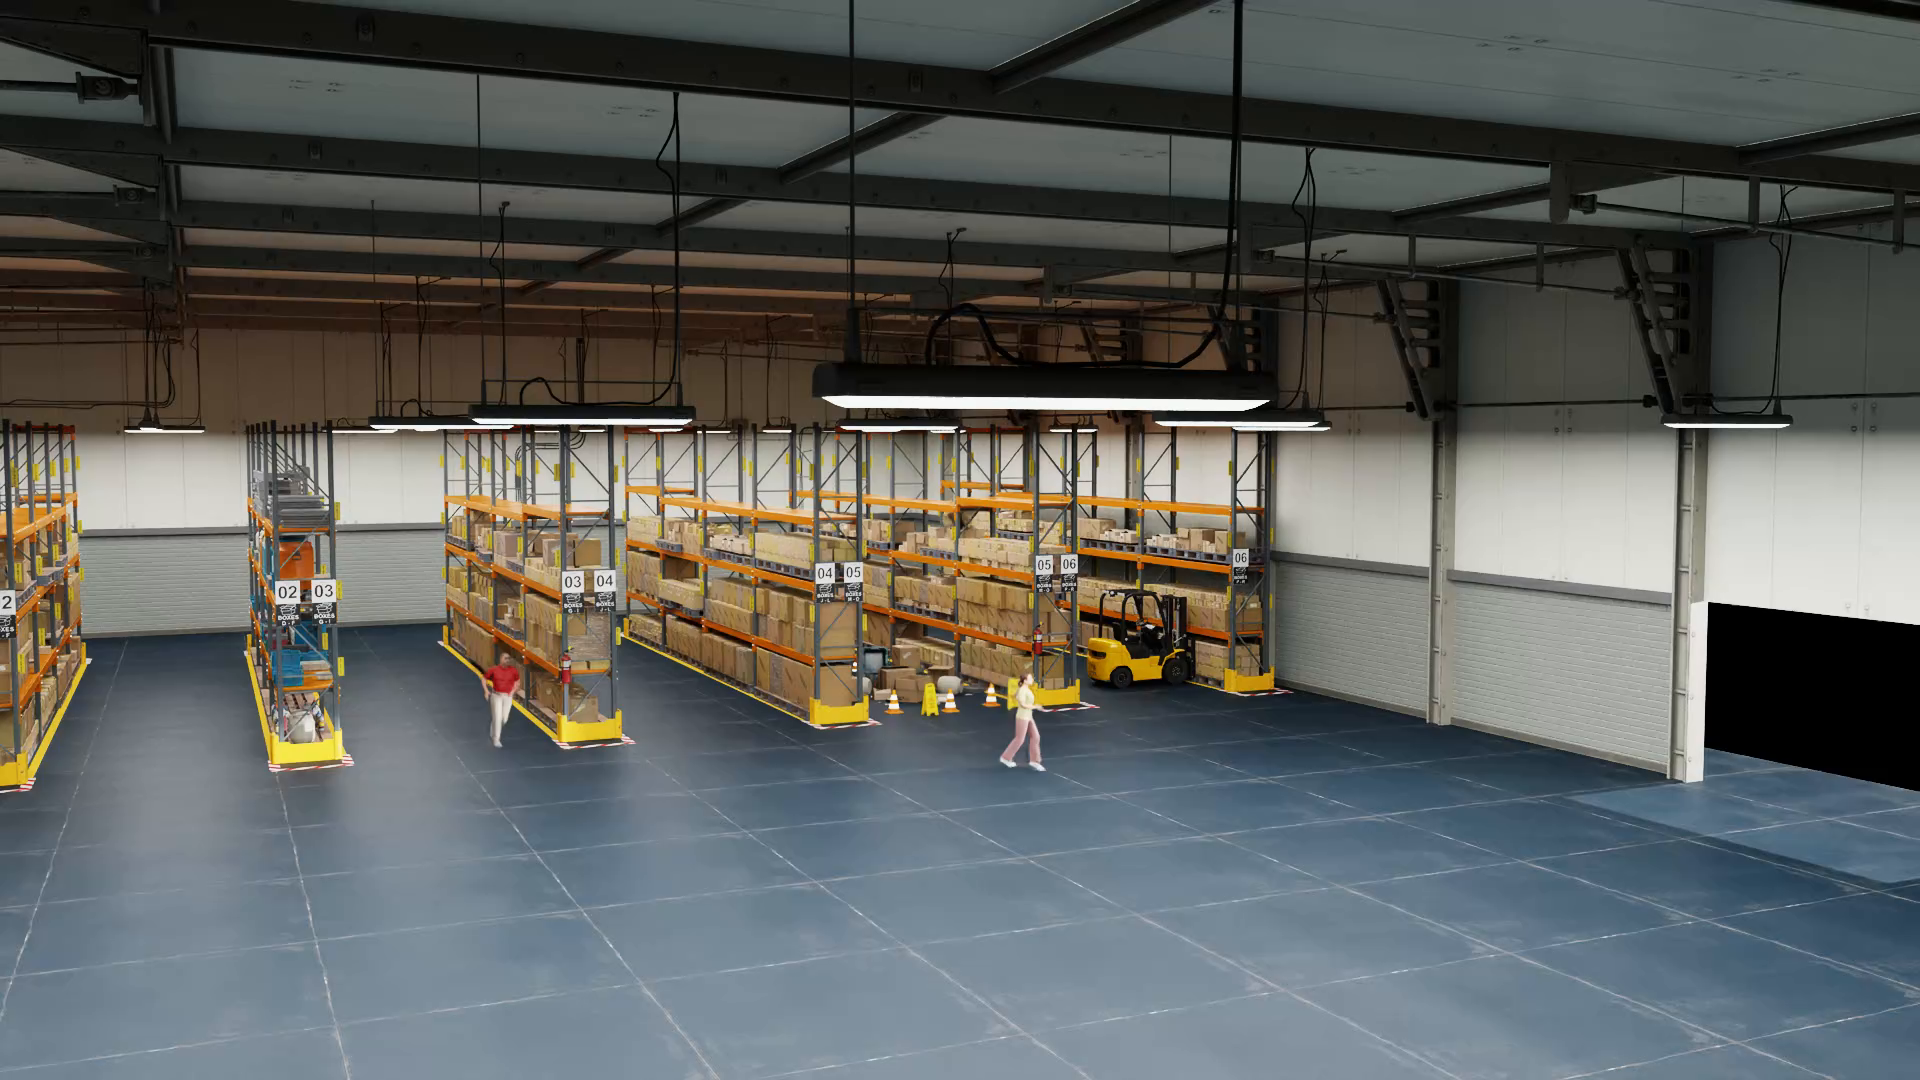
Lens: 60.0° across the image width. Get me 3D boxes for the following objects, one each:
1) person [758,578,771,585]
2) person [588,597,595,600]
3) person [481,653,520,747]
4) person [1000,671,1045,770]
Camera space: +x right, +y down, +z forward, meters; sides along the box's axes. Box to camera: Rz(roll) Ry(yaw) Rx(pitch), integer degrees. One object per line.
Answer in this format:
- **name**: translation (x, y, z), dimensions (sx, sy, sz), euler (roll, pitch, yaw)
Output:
- **person**: translation (-5.940, 1.687, 50.832), dimensions (0.808, 1.756, 0.728), euler (-1, 4, -14)
- **person**: translation (-10.164, 2.004, 45.909), dimensions (0.575, 1.680, 0.963), euler (-2, 4, -23)
- **person**: translation (-8.543, 2.964, 30.990), dimensions (0.704, 1.725, 0.822), euler (-2, 4, -34)
- **person**: translation (1.073, 3.110, 28.494), dimensions (0.774, 1.730, 0.588), euler (1, 4, 13)
